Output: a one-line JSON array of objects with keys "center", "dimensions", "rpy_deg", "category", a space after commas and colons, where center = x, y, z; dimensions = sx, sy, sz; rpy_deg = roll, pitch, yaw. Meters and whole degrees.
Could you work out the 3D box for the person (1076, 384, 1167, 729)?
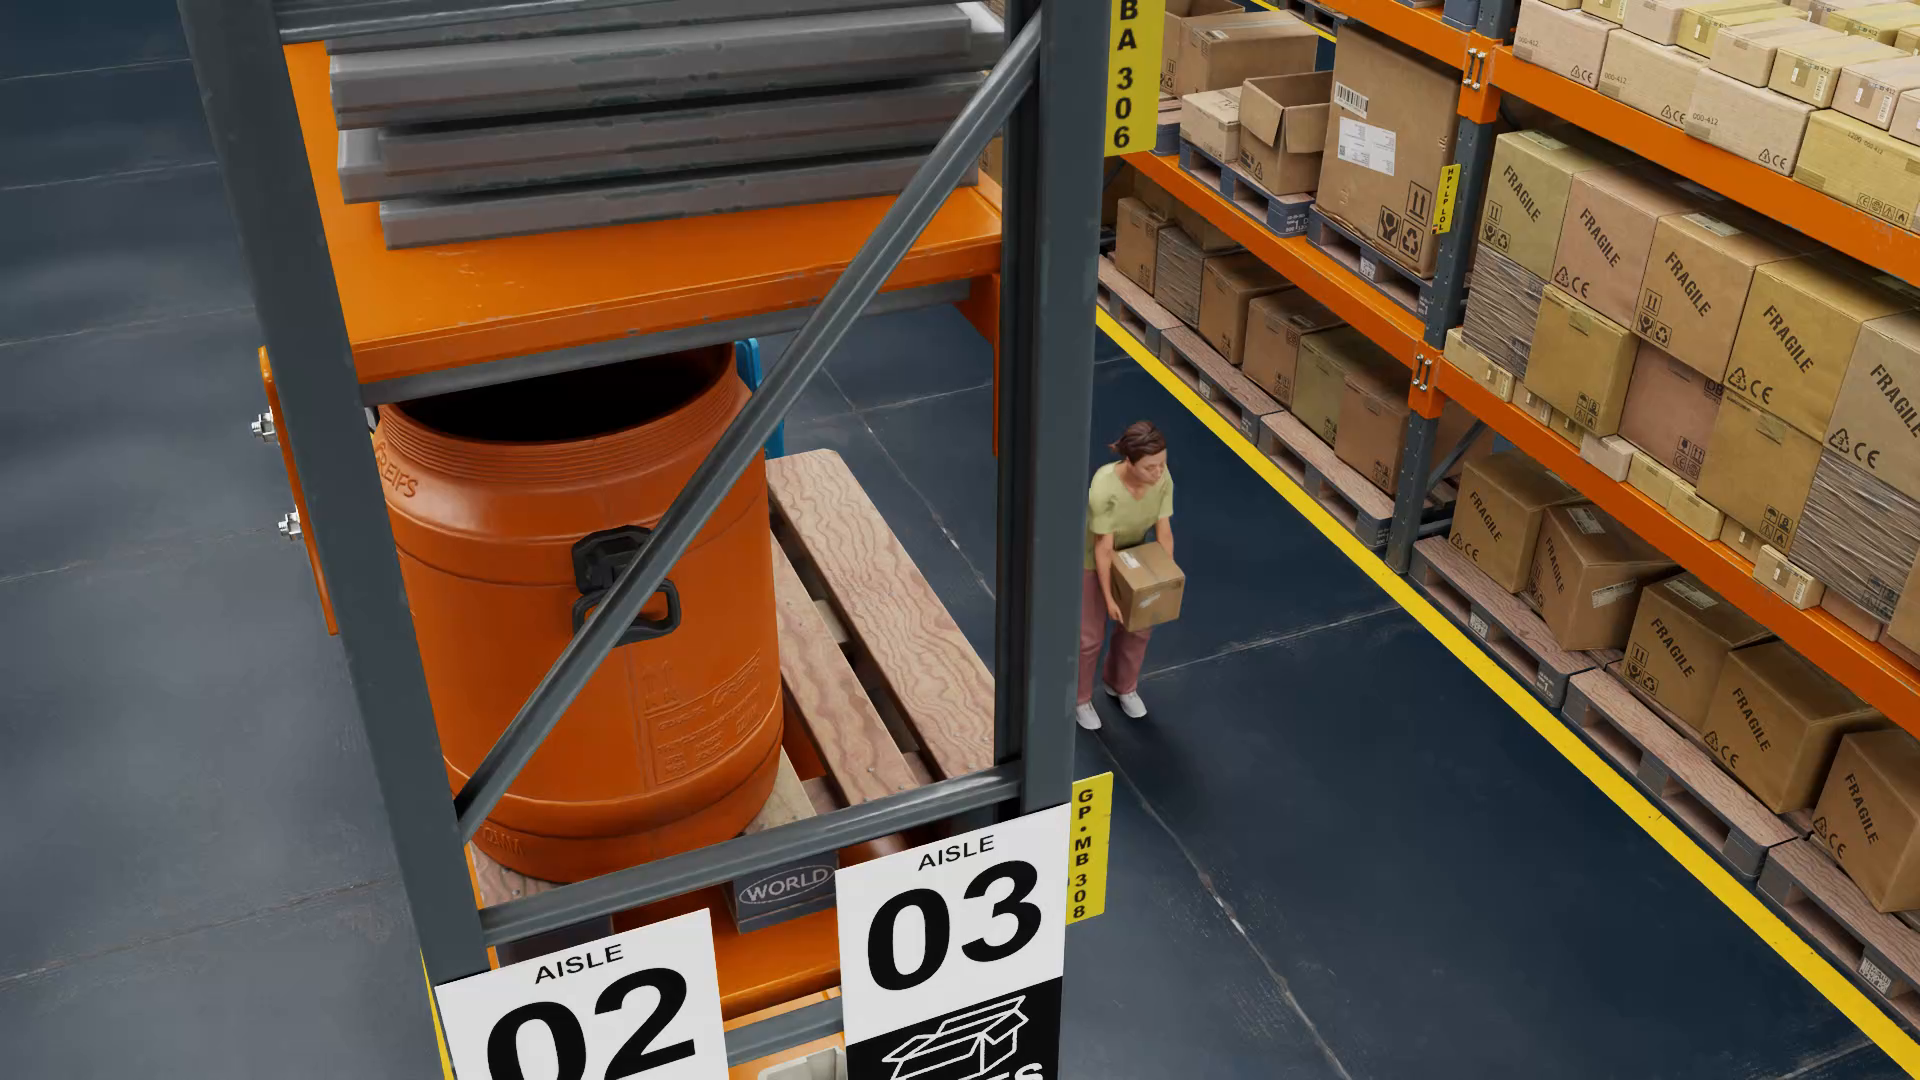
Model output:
[{"center": [0.701, 0.116, 7.361], "dimensions": [0.420, 1.668, 0.538], "rpy_deg": [-13, 36, -19], "category": "person"}]
